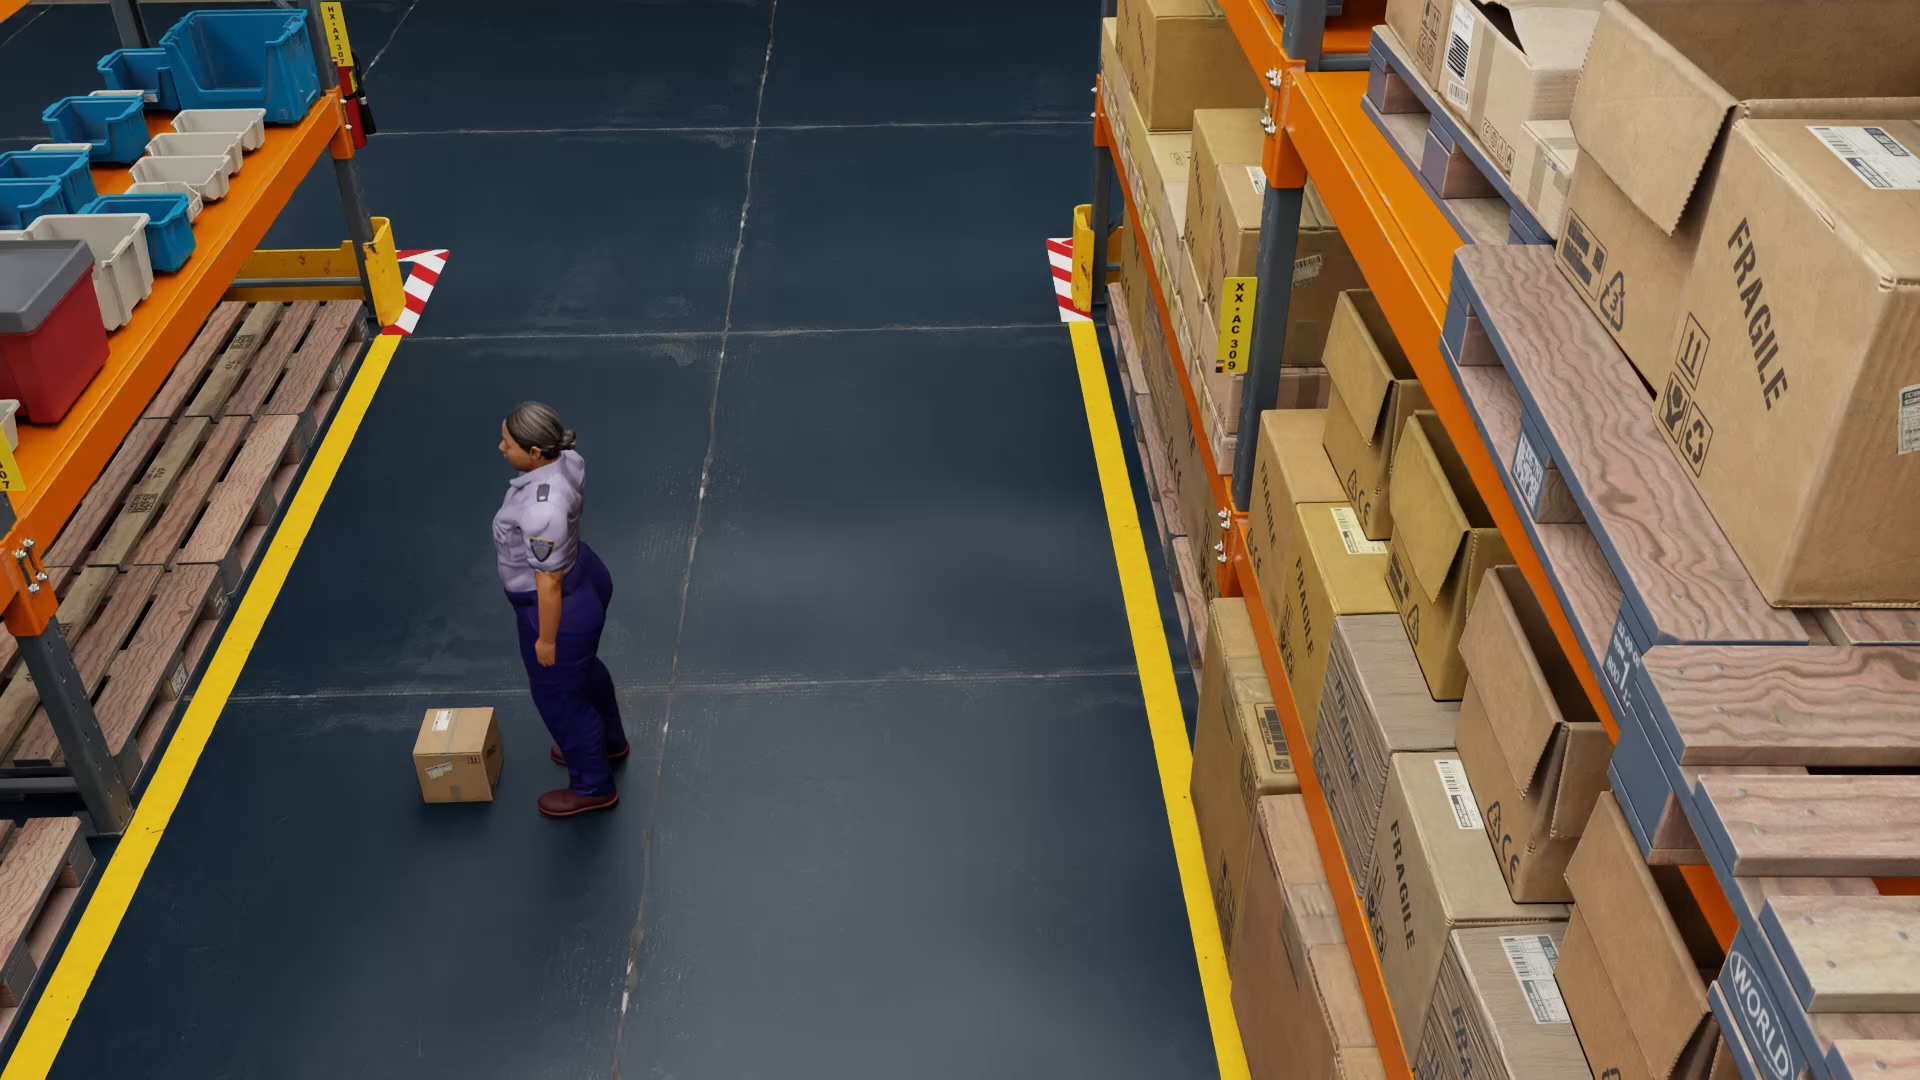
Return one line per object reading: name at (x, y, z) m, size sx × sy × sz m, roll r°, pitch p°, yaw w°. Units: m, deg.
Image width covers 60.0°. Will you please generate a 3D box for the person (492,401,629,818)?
person at (-1.407, 0.237, 5.829) m, size 0.343 × 1.651 × 0.467 m, roll -1°, pitch 35°, yaw -1°
